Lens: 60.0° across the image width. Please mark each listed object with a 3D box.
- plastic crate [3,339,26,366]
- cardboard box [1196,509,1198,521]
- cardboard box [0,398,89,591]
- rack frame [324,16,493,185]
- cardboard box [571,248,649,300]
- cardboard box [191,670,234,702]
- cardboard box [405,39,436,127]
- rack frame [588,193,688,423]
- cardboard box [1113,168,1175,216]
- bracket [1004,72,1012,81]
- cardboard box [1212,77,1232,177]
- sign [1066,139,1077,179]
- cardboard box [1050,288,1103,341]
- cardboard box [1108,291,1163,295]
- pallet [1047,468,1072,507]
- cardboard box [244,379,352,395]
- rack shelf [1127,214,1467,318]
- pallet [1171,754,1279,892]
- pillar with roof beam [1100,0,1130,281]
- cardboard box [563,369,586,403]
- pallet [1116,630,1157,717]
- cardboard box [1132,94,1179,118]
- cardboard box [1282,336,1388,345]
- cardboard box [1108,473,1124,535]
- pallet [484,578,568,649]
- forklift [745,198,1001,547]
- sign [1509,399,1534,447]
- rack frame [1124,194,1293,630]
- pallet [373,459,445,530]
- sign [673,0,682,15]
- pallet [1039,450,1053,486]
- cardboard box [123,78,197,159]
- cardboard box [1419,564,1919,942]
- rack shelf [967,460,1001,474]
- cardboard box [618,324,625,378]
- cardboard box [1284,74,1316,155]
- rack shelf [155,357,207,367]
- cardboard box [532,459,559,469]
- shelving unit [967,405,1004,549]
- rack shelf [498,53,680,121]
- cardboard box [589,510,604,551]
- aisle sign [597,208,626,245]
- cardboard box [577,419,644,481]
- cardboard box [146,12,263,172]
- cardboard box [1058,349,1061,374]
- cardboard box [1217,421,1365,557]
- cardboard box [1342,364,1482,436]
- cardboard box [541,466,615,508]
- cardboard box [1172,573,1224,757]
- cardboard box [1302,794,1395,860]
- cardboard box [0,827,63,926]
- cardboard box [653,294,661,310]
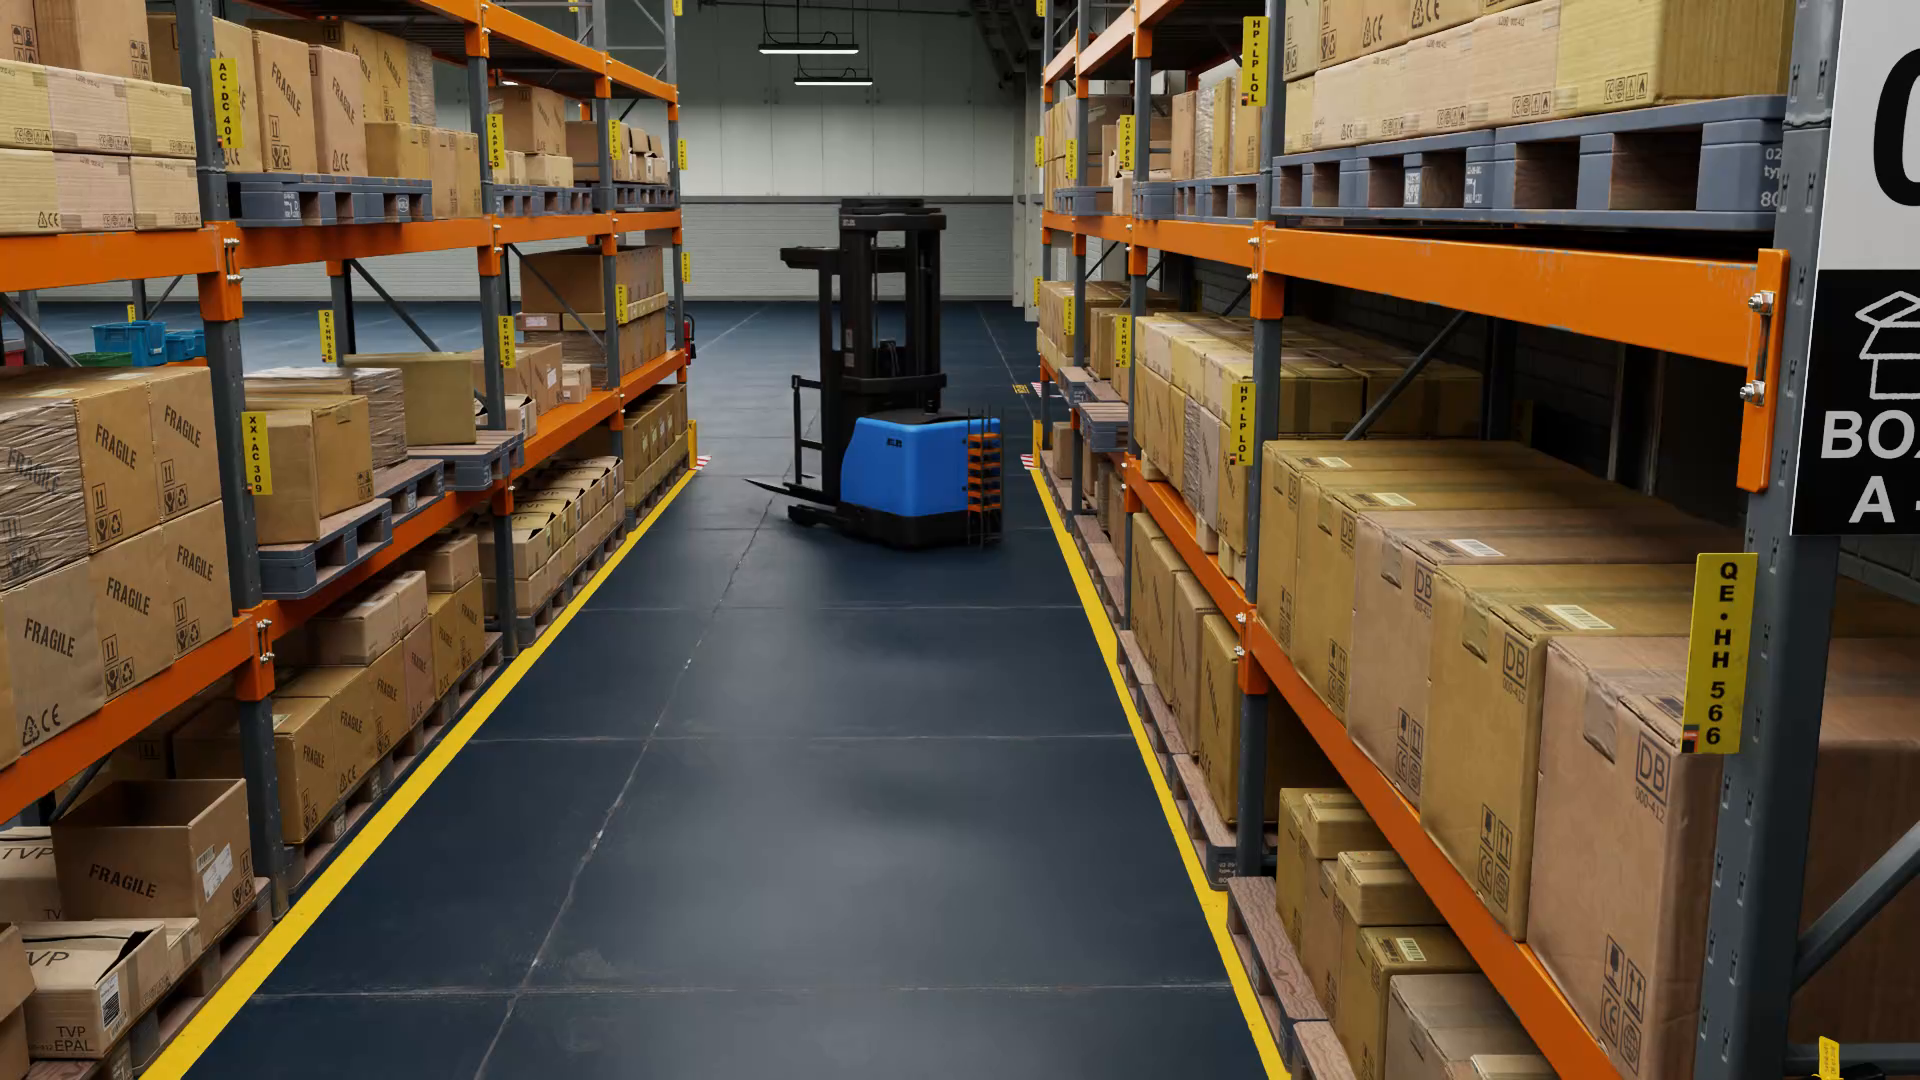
[{"bbox_3d":[-8.097,-1.416,13.836,0.402,0.464,0.583,0,11,-1],"label":"plastic crate"},{"bbox_3d":[1.385,-0.136,8.267,0.380,0.149,0.250,-1,11,-3],"label":"cardboard box"},{"bbox_3d":[-3.002,-0.147,4.973,0.500,0.500,0.500,0,11,-1],"label":"cardboard box"},{"bbox_3d":[-3.378,-3.645,9.891,1.000,3.000,0.127,0,11,-1],"label":"rack frame"},{"bbox_3d":[-3.518,-2.672,16.669,0.700,0.500,0.500,0,11,-1],"label":"cardboard box"},{"bbox_3d":[-3.594,0.905,7.736,0.500,0.500,0.500,0,11,-1],"label":"cardboard box"},{"bbox_3d":[-3.375,-2.627,9.653,0.500,0.500,0.500,0,11,-1],"label":"cardboard box"},{"bbox_3d":[-3.543,-2.295,18.326,1.000,3.000,0.127,0,11,-1],"label":"rack frame"},{"bbox_3d":[1.290,-2.304,11.000,0.500,0.311,0.500,0,11,-1],"label":"cardboard box"},{"bbox_3d":[1.323,-12.764,45.789,0.235,0.232,0.430,0,11,-1],"label":"bracket"},{"bbox_3d":[1.704,-2.149,8.705,0.700,0.500,0.500,0,11,2],"label":"cardboard box"},{"bbox_3d":[0.950,-3.240,14.143,0.100,0.325,0.005,0,11,-1],"label":"sign"},{"bbox_3d":[1.146,-2.220,16.399,0.500,0.500,0.500,0,11,1],"label":"cardboard box"},{"bbox_3d":[1.680,-2.121,15.910,0.500,0.500,0.500,0,11,0],"label":"cardboard box"},{"bbox_3d":[1.415,-0.531,16.644,1.003,0.211,1.213,0,11,-1],"label":"pallet"},{"bbox_3d":[-3.393,-0.515,8.247,0.700,0.500,0.500,-3,12,-16],"label":"cardboard box"},{"bbox_3d":[1.616,-1.446,8.405,1.077,0.370,4.000,0,11,-1],"label":"rack shelf"},{"bbox_3d":[1.566,1.283,7.704,1.003,0.211,1.213,0,11,-1],"label":"pallet"},{"bbox_3d":[-2.139,-6.295,22.957,9.100,9.000,0.400,0,11,-1],"label":"pillar with roof beam"},{"bbox_3d":[-3.259,-1.260,13.563,0.396,0.266,0.258,-1,11,-3],"label":"cardboard box"},{"bbox_3d":[1.516,0.798,10.095,1.003,0.211,1.213,0,11,-1],"label":"pallet"},{"bbox_3d":[1.768,-3.638,14.587,0.500,0.500,0.500,0,11,0],"label":"cardboard box"},{"bbox_3d":[1.869,-0.903,8.527,0.500,0.250,0.500,-1,11,-2],"label":"cardboard box"},{"bbox_3d":[1.585,-0.263,13.490,0.700,0.500,0.500,0,11,-2],"label":"cardboard box"},{"bbox_3d":[-3.356,0.498,11.573,1.003,0.211,1.213,0,11,-1],"label":"pallet"},{"bbox_3d":[-0.929,-1.617,15.156,1.130,2.935,3.031,-9,14,-37],"label":"forklift"},{"bbox_3d":[2.212,-0.396,6.591,0.100,0.325,0.005,0,11,-1],"label":"sign"},{"bbox_3d":[1.575,-0.726,10.592,1.000,3.000,0.127,0,11,-1],"label":"rack frame"},{"bbox_3d":[-3.333,-0.224,8.602,1.003,0.211,1.213,0,11,-1],"label":"pallet"},{"bbox_3d":[-3.000,-5.731,17.626,0.100,0.325,0.005,0,11,-1],"label":"sign"},{"bbox_3d":[1.392,-0.773,17.837,1.003,0.211,1.213,0,11,-1],"label":"pallet"},{"bbox_3d":[-3.014,-1.455,5.765,0.500,0.250,0.500,0,11,-1],"label":"cardboard box"},{"bbox_3d":[1.693,0.472,3.936,0.980,0.700,0.700,0,11,-2],"label":"cardboard box"},{"bbox_3d":[0.220,-0.613,14.185,0.258,0.103,0.180,-9,14,-37],"label":"rack shelf"},{"bbox_3d":[-3.493,-1.742,15.349,0.700,0.500,0.500,0,11,-2],"label":"cardboard box"},{"bbox_3d":[1.408,-1.443,5.655,0.500,0.250,0.500,0,11,-1],"label":"cardboard box"},{"bbox_3d":[-8.454,-1.525,16.342,1.077,0.370,4.000,0,11,-1],"label":"rack shelf"},{"bbox_3d":[-3.701,-0.550,14.173,0.500,0.311,0.500,0,11,-1],"label":"cardboard box"},{"bbox_3d":[0.220,-0.539,14.200,0.258,1.200,0.189,-9,14,-37],"label":"shelving unit"},{"bbox_3d":[-3.502,-4.289,15.882,1.077,0.370,4.000,0,11,-1],"label":"rack shelf"},{"bbox_3d":[-3.142,-0.075,13.241,0.500,0.250,0.500,0,11,0],"label":"cardboard box"},{"bbox_3d":[-3.851,-3.581,18.126,0.394,0.787,0.004,0,11,-1],"label":"aisle sign"},{"bbox_3d":[-3.157,-0.819,15.025,0.500,0.500,0.500,0,11,-1],"label":"cardboard box"},{"bbox_3d":[-3.232,-1.784,6.704,0.600,0.600,0.600,-1,12,-7],"label":"cardboard box"},{"bbox_3d":[1.177,-1.649,15.470,0.500,0.250,0.500,0,11,-1],"label":"cardboard box"},{"bbox_3d":[1.396,-0.226,7.078,0.500,0.500,0.500,0,11,-2],"label":"cardboard box"},{"bbox_3d":[1.908,-0.595,7.012,0.500,0.250,0.500,0,11,1],"label":"cardboard box"},{"bbox_3d":[-3.148,-0.450,13.682,0.500,0.311,0.500,0,11,0],"label":"cardboard box"},{"bbox_3d":[1.493,0.612,8.350,0.750,0.750,0.750,0,11,1],"label":"cardboard box"},{"bbox_3d":[1.395,0.989,5.741,0.380,0.149,0.250,0,11,1],"label":"cardboard box"},{"bbox_3d":[-3.503,1.277,6.376,0.500,0.311,0.500,0,11,-1],"label":"cardboard box"},{"bbox_3d":[-3.332,-2.484,17.375,0.380,0.149,0.250,0,11,-2],"label":"cardboard box"}]
